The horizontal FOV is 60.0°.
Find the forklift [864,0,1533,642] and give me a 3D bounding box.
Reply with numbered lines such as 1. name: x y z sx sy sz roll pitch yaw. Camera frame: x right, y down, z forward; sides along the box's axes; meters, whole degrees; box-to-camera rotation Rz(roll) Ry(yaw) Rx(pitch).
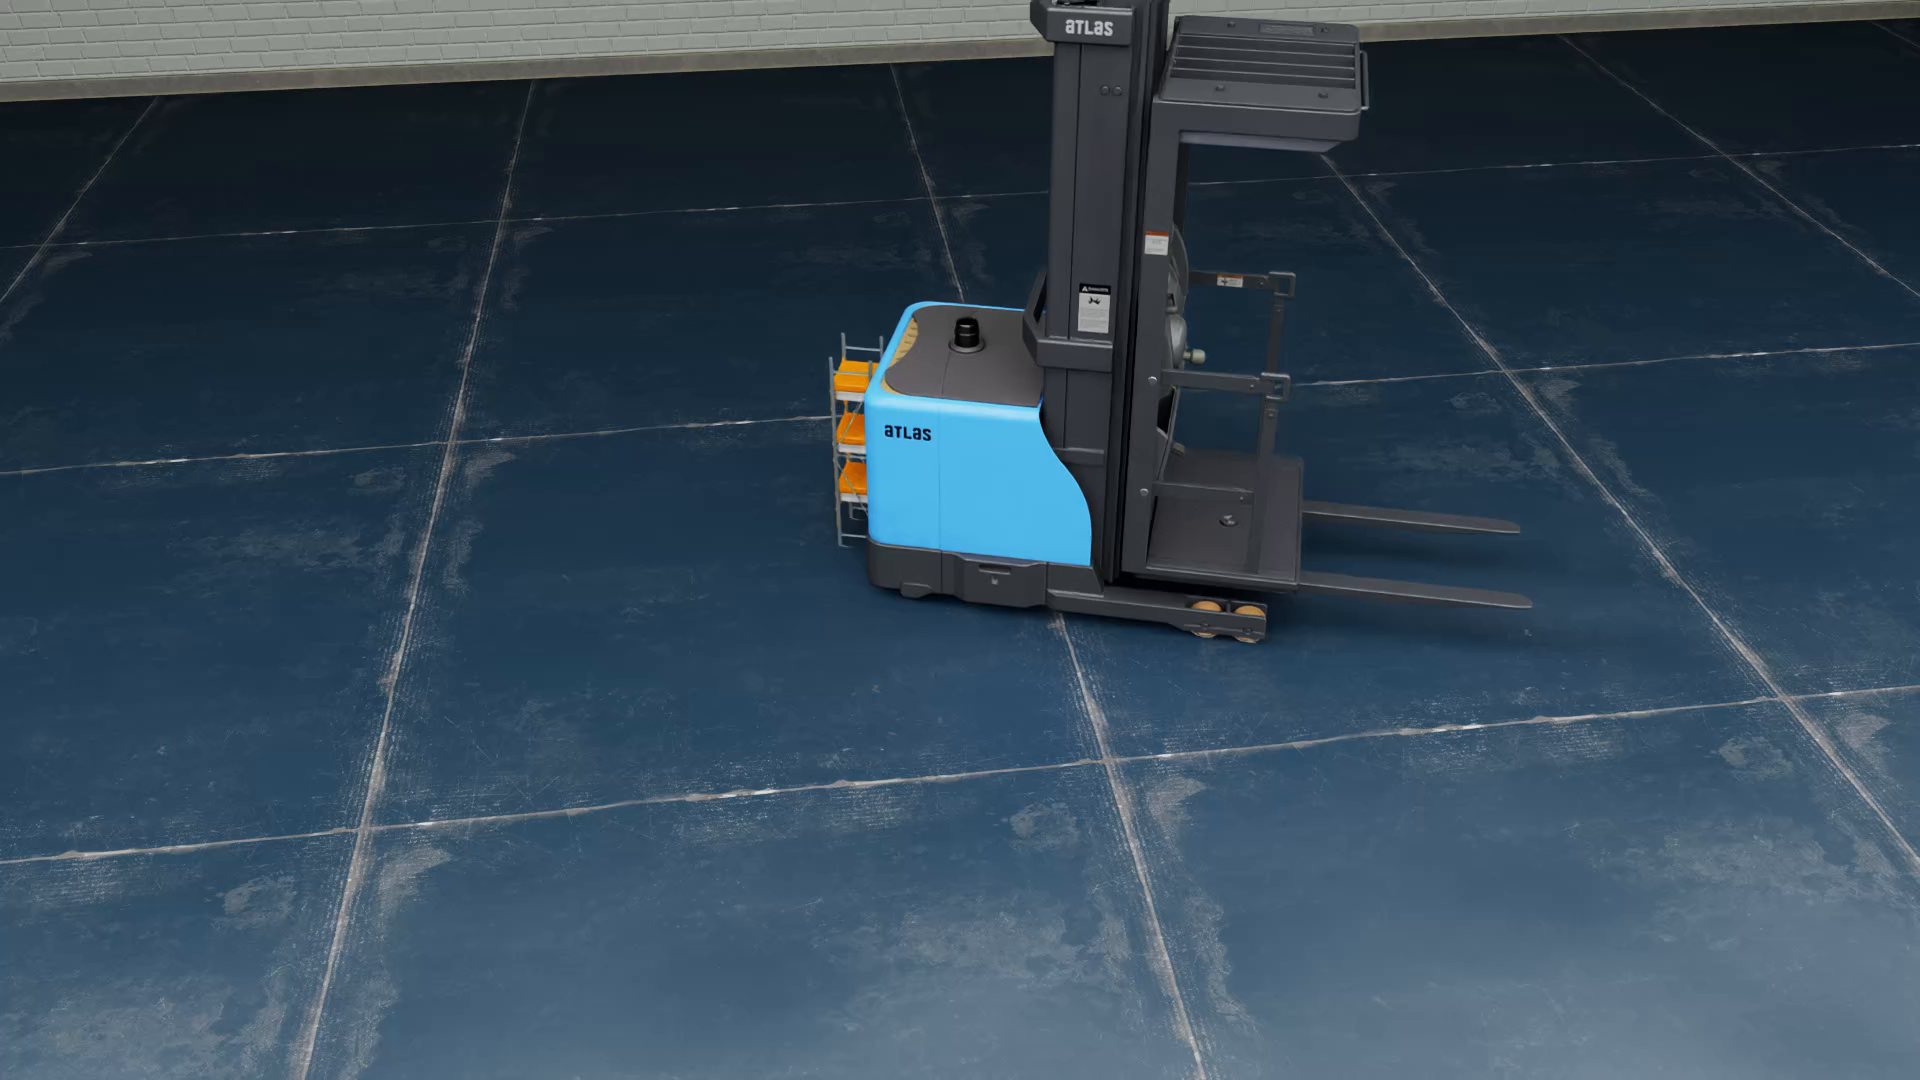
1. forklift: 1.129 -1.071 7.219 3.031 2.935 1.130 6 35 9

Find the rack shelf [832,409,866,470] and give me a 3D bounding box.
1. rack shelf: -0.479 -0.452 8.000 0.215 0.259 0.240 6 35 8

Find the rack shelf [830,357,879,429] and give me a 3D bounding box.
1. rack shelf: -0.479 -0.687 7.841 0.215 0.259 0.240 6 35 8

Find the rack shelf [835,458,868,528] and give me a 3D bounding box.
1. rack shelf: -0.479 -0.223 8.157 0.215 0.259 0.240 6 35 8

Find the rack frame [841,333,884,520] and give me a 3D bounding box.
1. rack frame: -0.458 -0.529 8.094 0.200 1.050 0.008 6 35 8

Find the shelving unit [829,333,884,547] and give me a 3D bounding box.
1. shelving unit: -0.479 -0.461 7.994 0.215 1.050 0.252 6 35 8

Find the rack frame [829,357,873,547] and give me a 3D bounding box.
1. rack frame: -0.500 -0.393 7.895 0.200 1.050 0.008 6 35 8
